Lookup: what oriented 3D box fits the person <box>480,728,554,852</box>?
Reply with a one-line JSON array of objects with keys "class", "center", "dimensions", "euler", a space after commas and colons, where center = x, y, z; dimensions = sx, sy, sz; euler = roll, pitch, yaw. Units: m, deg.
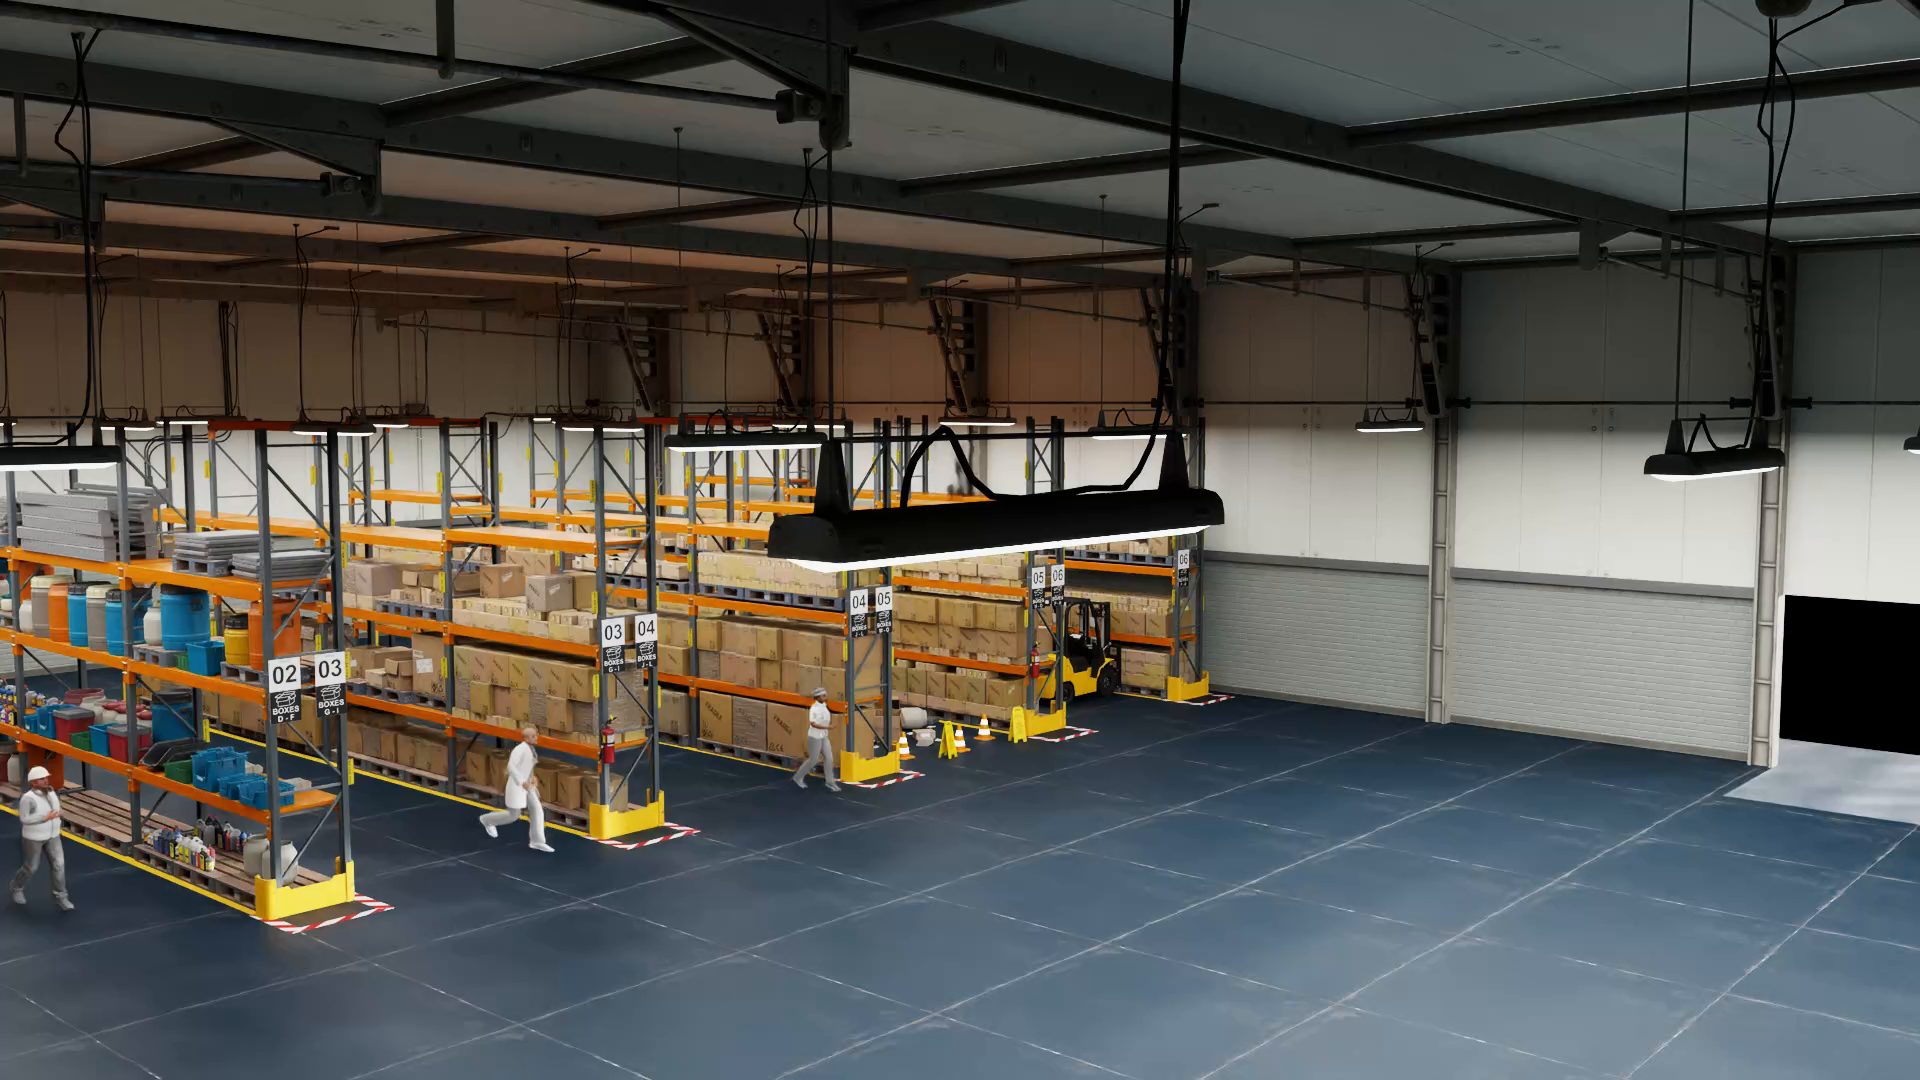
[{"class": "person", "center": [-6.261, 3.528, 23.472], "dimensions": [1.097, 1.778, 0.695], "euler": [1, 5, 11]}]

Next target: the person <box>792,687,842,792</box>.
[{"class": "person", "center": [-2.327, 3.238, 27.084], "dimensions": [0.811, 1.737, 0.592], "euler": [2, 5, 18]}]

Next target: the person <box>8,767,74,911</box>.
[{"class": "person", "center": [-11.456, 3.697, 20.693], "dimensions": [0.947, 1.783, 0.644], "euler": [2, 5, 21]}]
